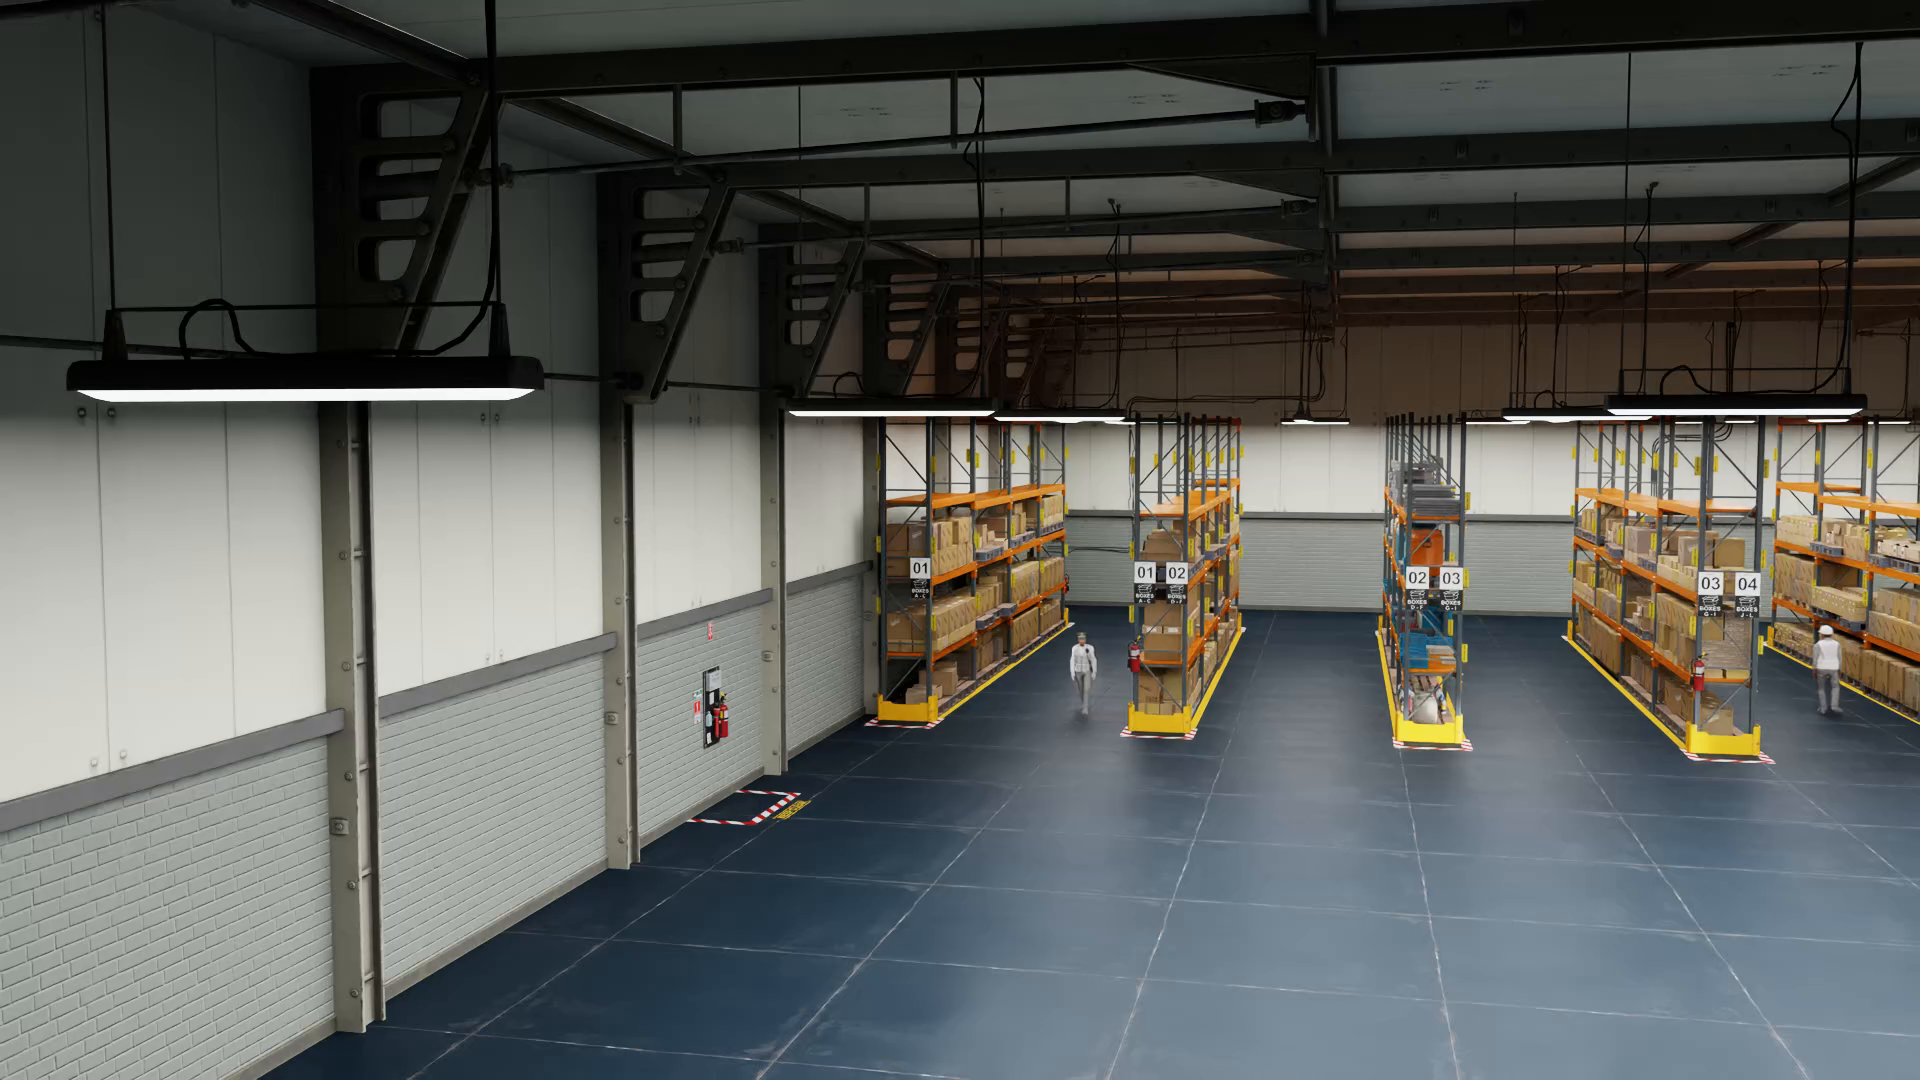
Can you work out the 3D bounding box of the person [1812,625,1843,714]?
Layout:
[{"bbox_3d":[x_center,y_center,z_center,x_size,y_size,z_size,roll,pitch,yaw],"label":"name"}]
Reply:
[{"bbox_3d":[17.337,2.595,33.244,0.566,1.772,0.537,1,4,13],"label":"person"}]

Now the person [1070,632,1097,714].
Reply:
[{"bbox_3d":[2.440,2.641,33.165,0.505,1.625,0.991,1,4,20],"label":"person"}]
